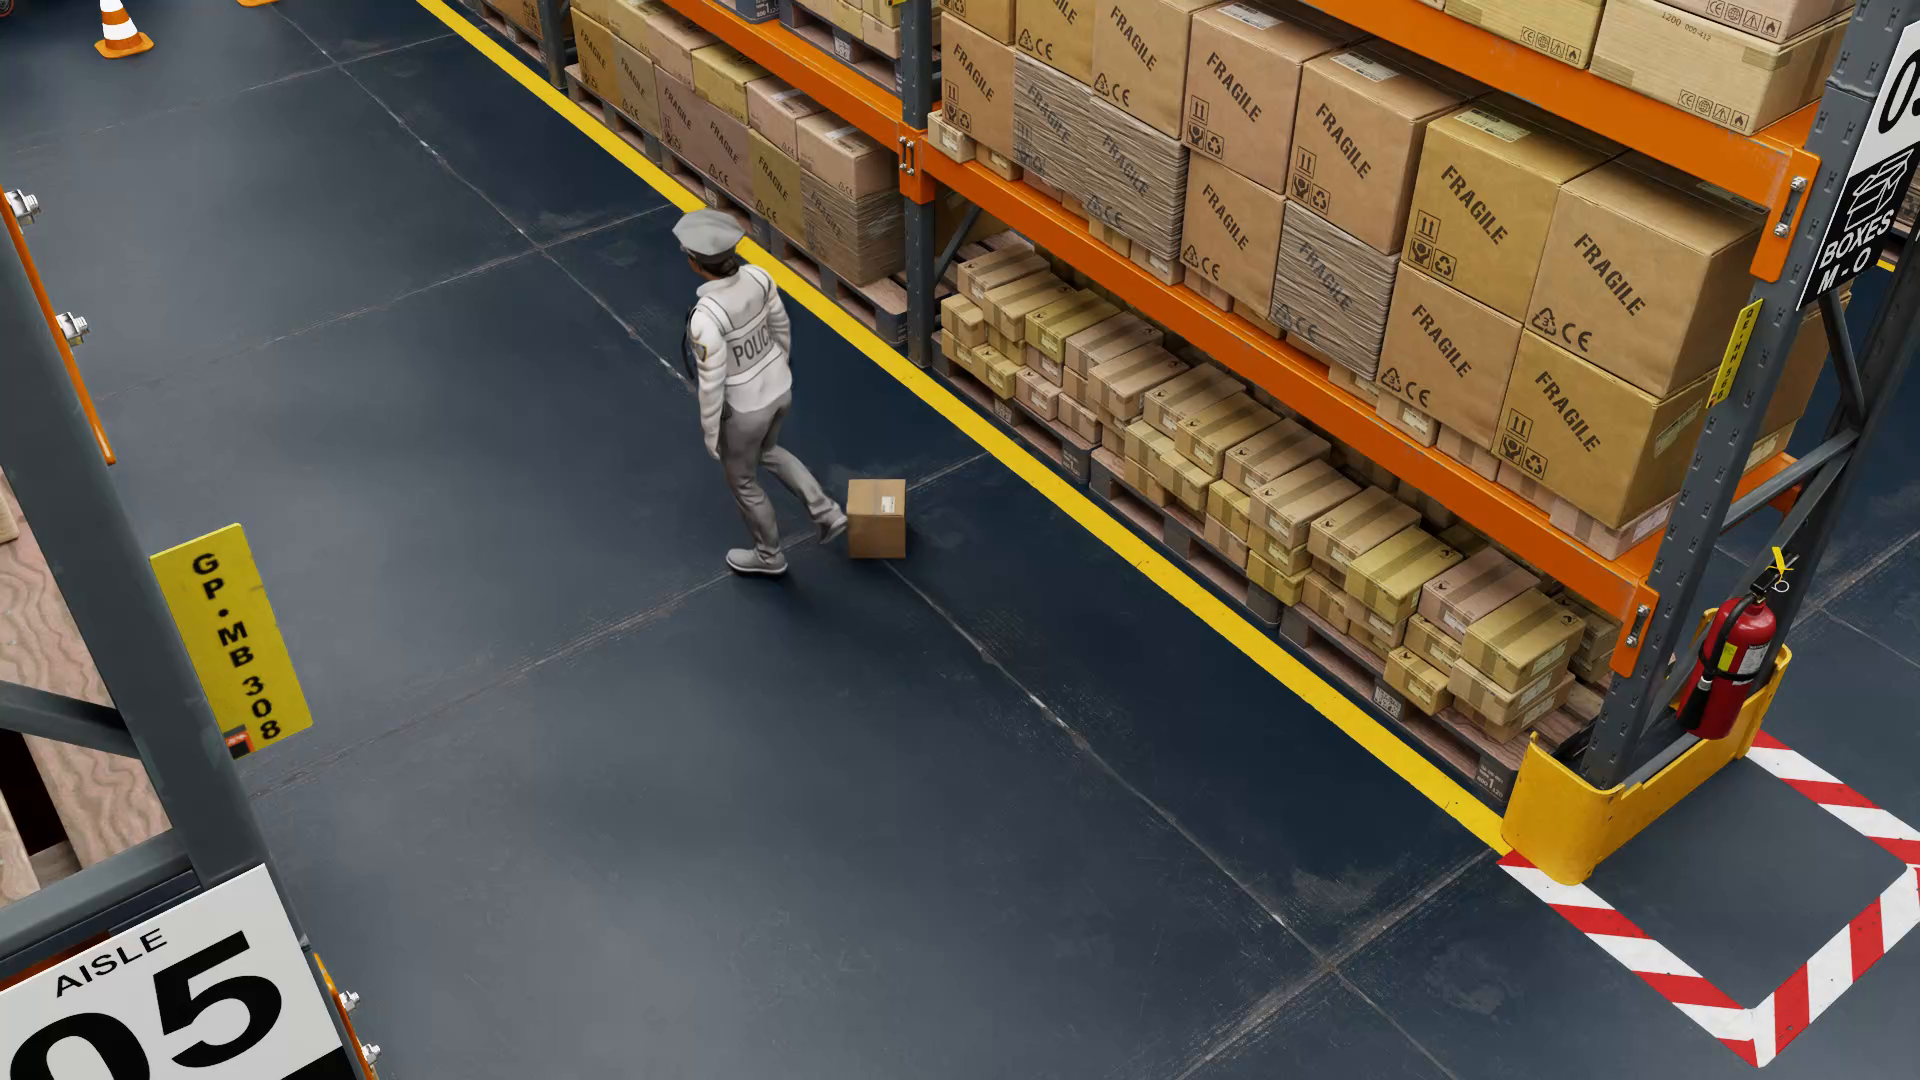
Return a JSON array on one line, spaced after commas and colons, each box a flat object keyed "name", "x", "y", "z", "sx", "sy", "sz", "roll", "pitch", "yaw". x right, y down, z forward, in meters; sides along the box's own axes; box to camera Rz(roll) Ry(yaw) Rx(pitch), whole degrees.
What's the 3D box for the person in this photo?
[{"name": "person", "x": -0.792, "y": -0.536, "z": 6.761, "sx": 0.592, "sy": 1.661, "sz": 0.535, "roll": 20, "pitch": 44, "yaw": 21}]
